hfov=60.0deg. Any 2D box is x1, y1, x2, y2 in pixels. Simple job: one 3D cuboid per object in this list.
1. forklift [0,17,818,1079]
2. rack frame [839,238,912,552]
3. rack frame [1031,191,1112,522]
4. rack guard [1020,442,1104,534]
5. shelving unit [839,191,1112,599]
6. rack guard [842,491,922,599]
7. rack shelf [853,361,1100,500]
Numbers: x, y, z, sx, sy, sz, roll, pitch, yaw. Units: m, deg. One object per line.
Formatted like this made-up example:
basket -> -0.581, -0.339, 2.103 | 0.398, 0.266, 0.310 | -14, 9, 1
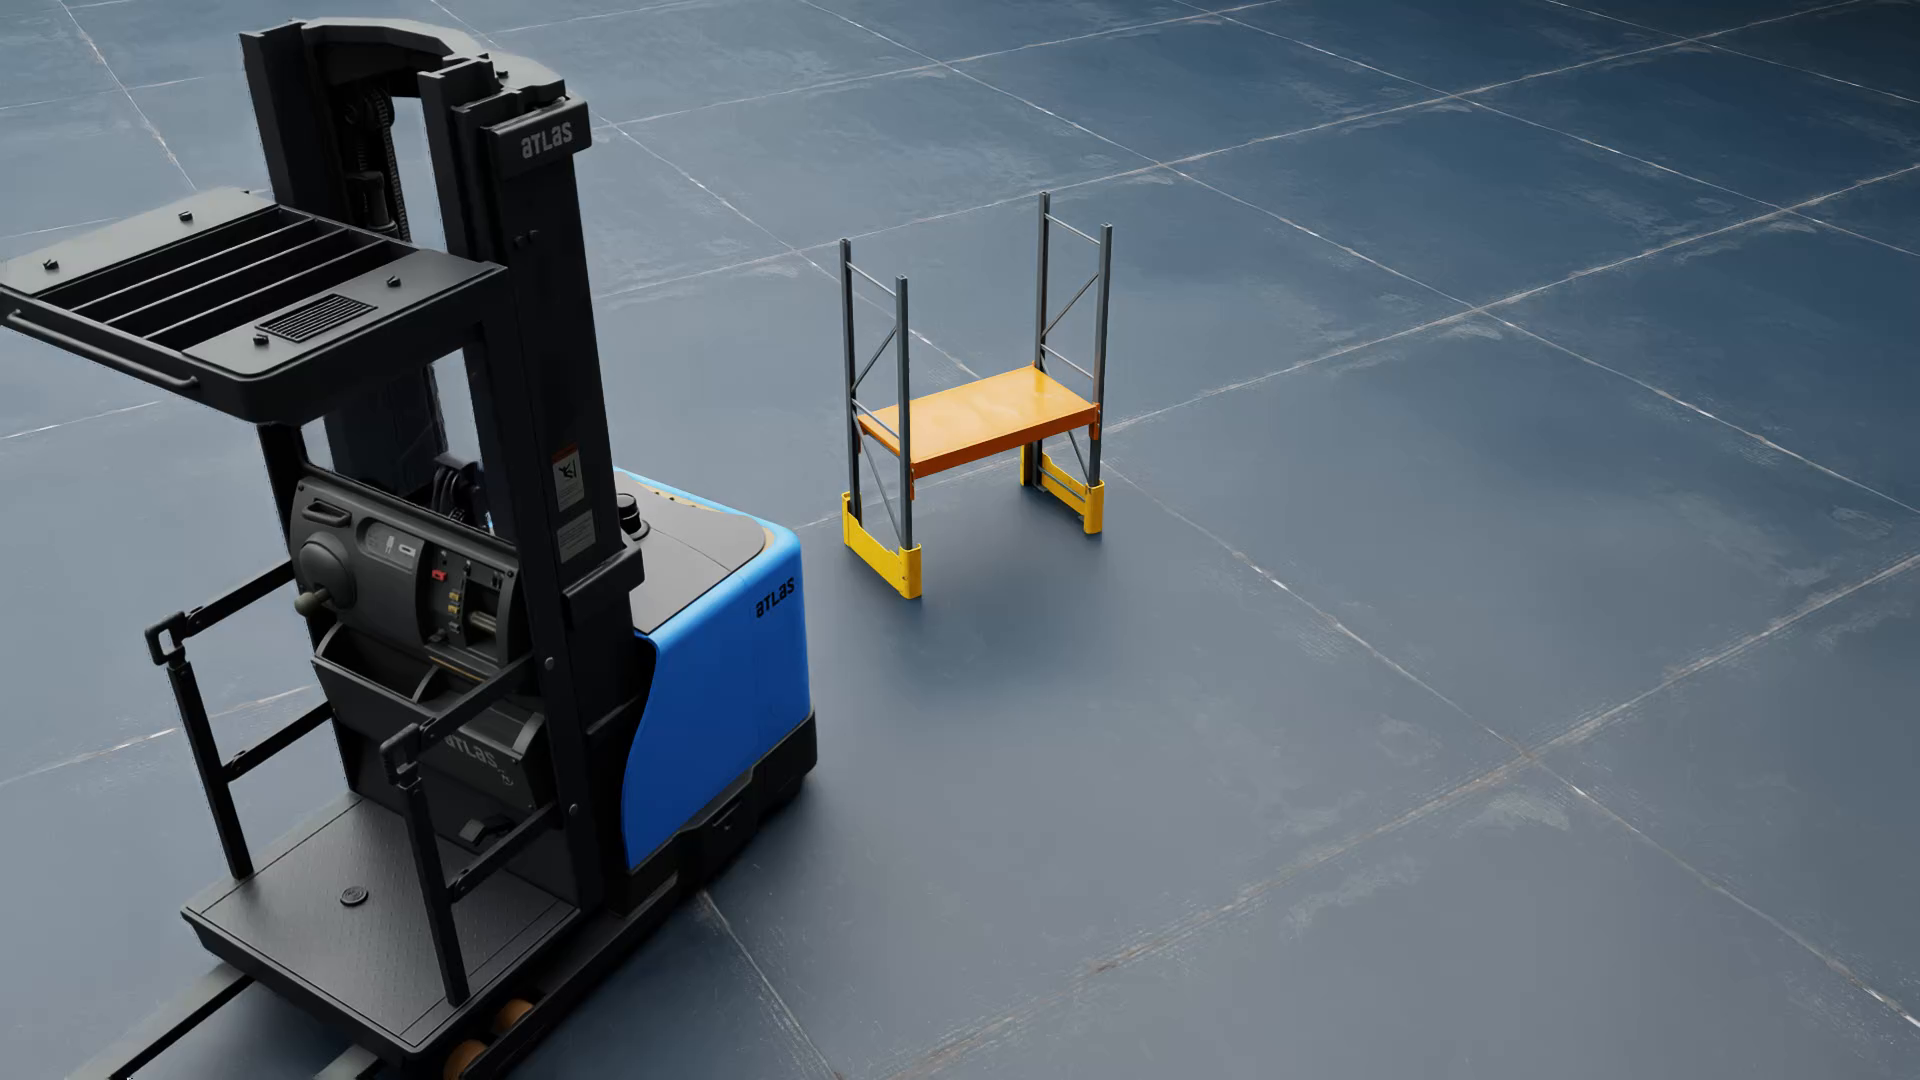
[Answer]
forklift -> -1.755, 0.165, 4.742 | 1.130, 2.935, 3.031 | 19, 37, 27
rack frame -> -0.356, -0.512, 7.156 | 0.032, 1.500, 0.500 | -19, 37, -27
rack frame -> 0.499, -0.806, 7.622 | 0.032, 1.500, 0.500 | -19, 37, -27
rack guard -> 0.483, -0.272, 7.946 | 0.087, 0.250, 0.587 | -19, 37, -27
shelving unit -> 0.064, -0.656, 7.385 | 1.083, 1.500, 0.587 | -19, 37, -27
rack guard -> -0.355, 0.016, 7.490 | 0.087, 0.250, 0.587 | -19, 37, -27
rack shelf -> 0.072, -0.507, 7.485 | 1.000, 0.185, 0.538 | -19, 37, -27
